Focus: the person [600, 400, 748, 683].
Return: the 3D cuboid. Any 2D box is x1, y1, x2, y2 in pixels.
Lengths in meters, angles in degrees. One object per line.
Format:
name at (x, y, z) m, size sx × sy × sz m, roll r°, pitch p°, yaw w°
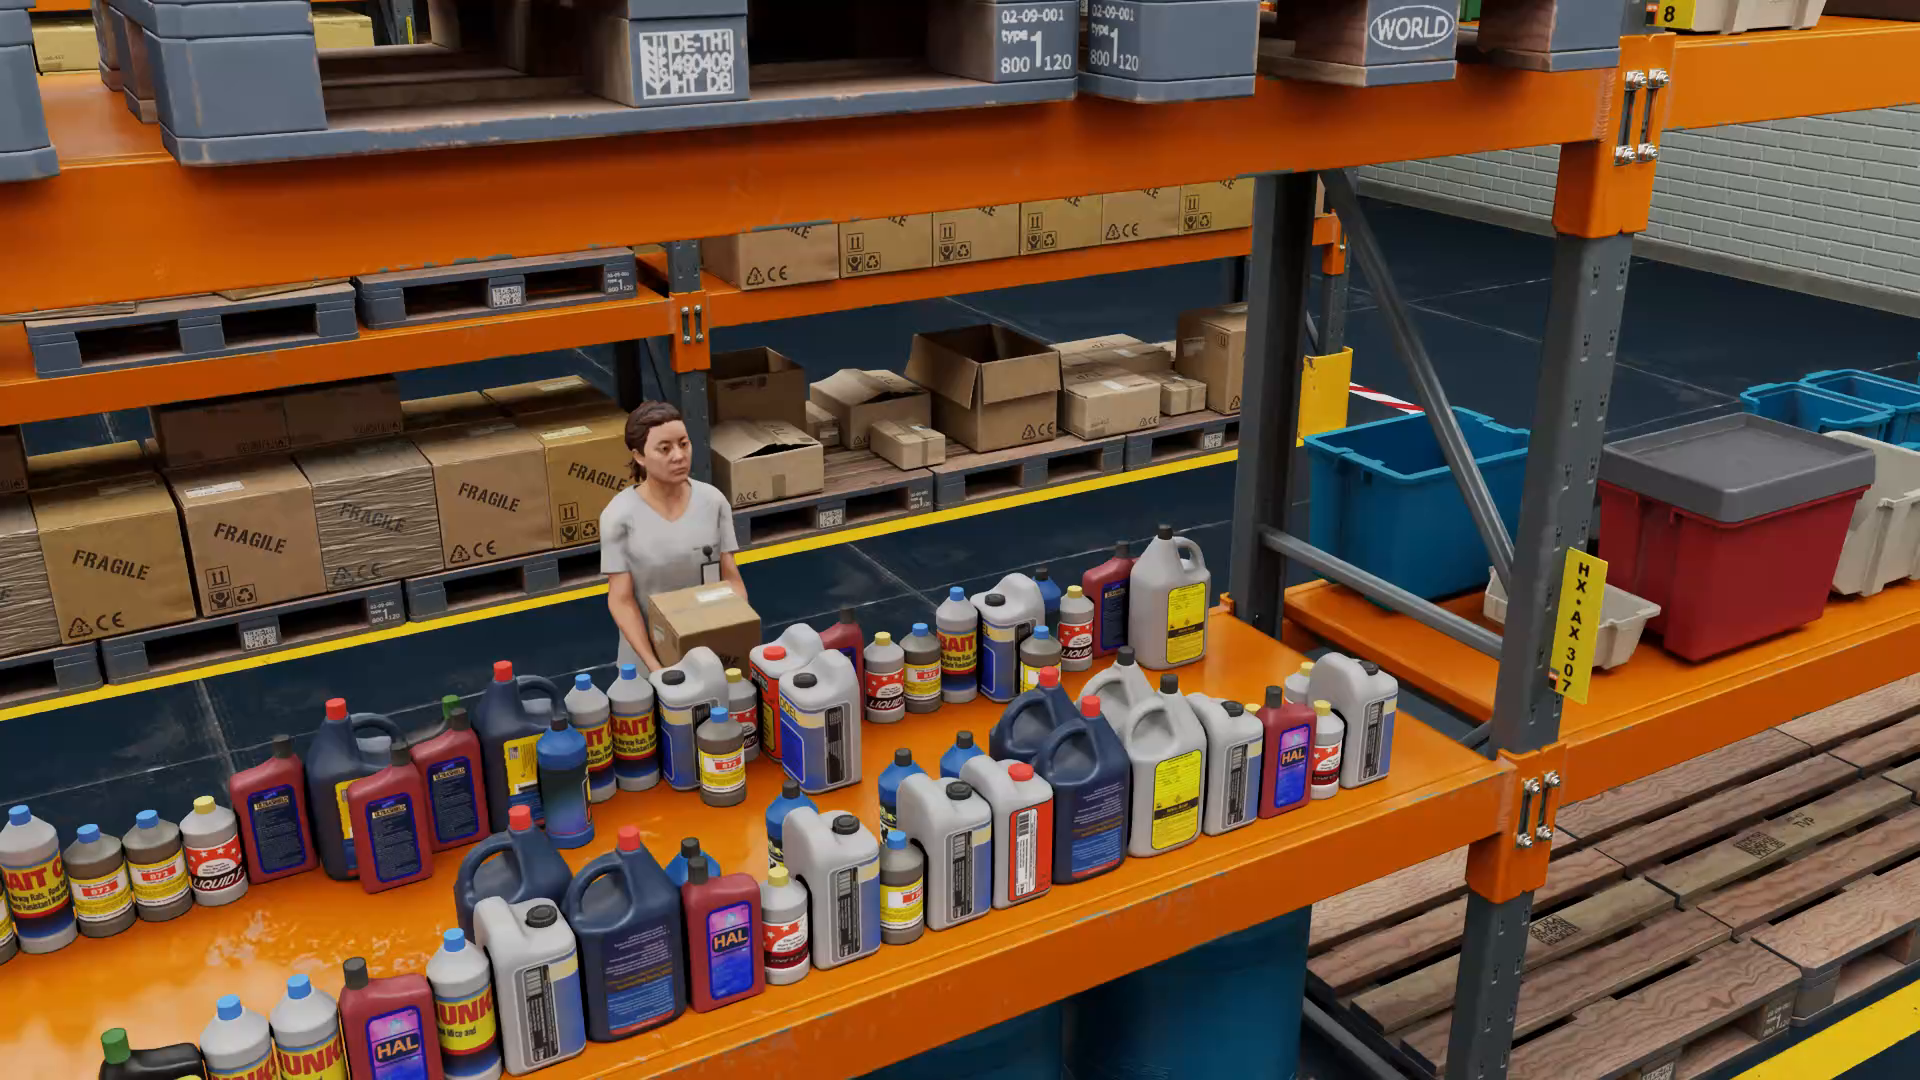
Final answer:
person at (-0.840, 0.412, 5.085) m, size 0.436 × 1.659 × 0.560 m, roll -12°, pitch 25°, yaw -27°
